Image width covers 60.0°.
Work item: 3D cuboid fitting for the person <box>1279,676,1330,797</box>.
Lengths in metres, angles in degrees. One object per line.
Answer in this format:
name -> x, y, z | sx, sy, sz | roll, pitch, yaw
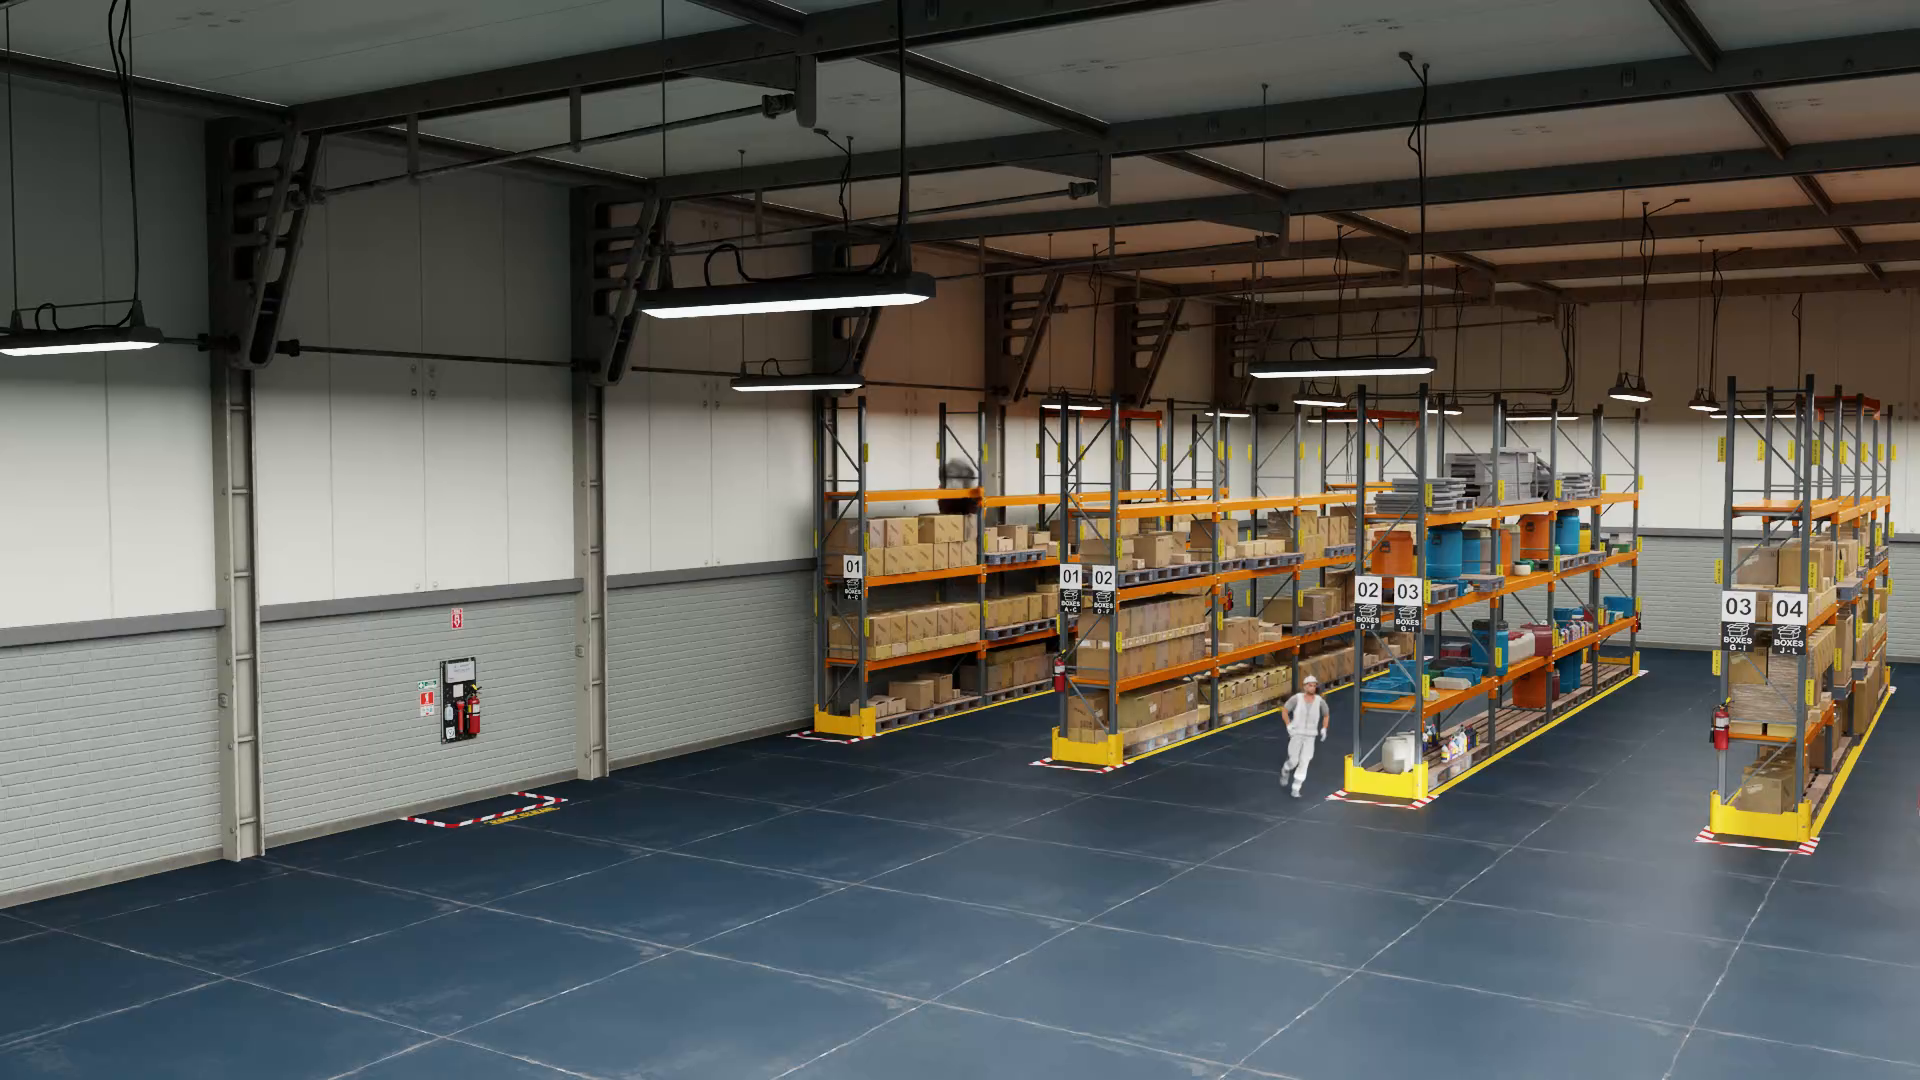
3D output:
person -> 5.073, 2.850, 24.374 | 0.699, 1.739, 0.678 | 0, 3, 1
